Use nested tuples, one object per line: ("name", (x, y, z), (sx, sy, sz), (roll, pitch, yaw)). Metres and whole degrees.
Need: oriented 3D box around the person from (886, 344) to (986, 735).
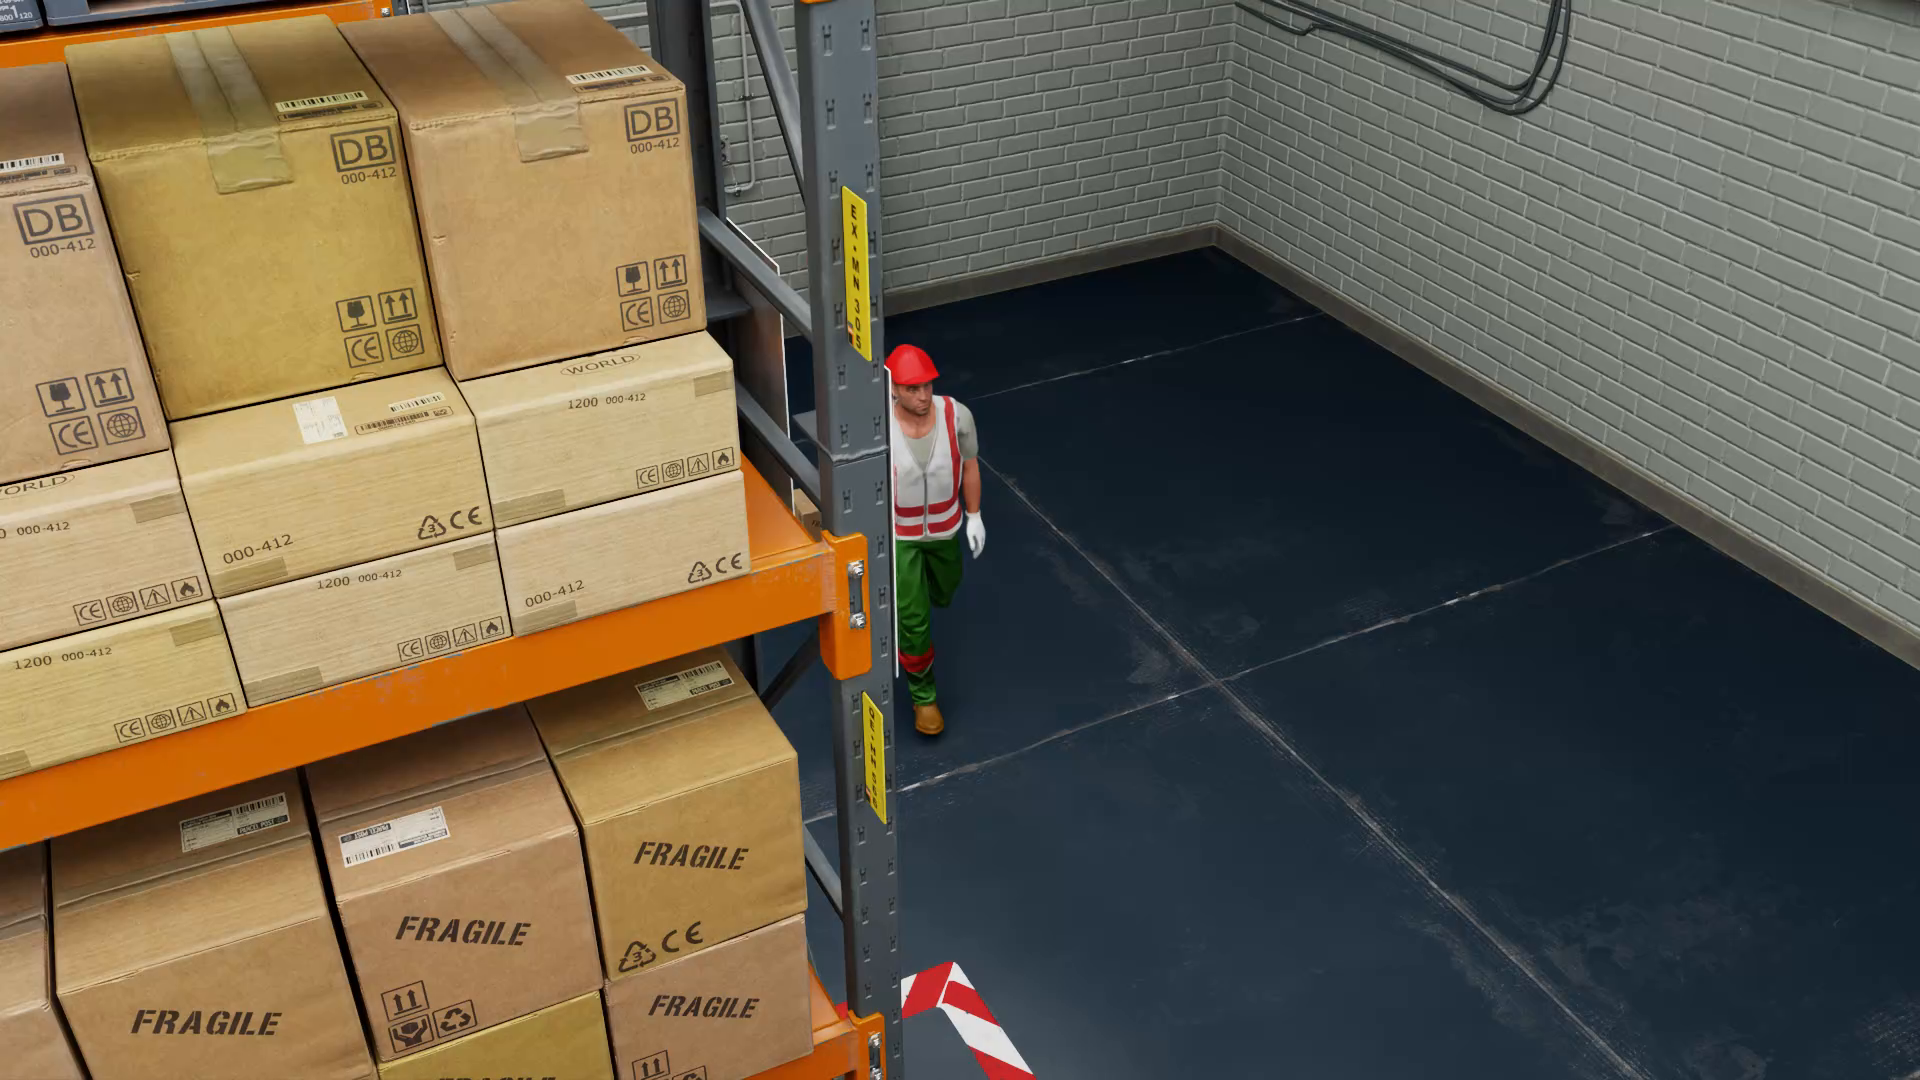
("person", (-0.194, -0.090, 7.250), (0.561, 1.763, 0.926), (-11, 34, -16))
